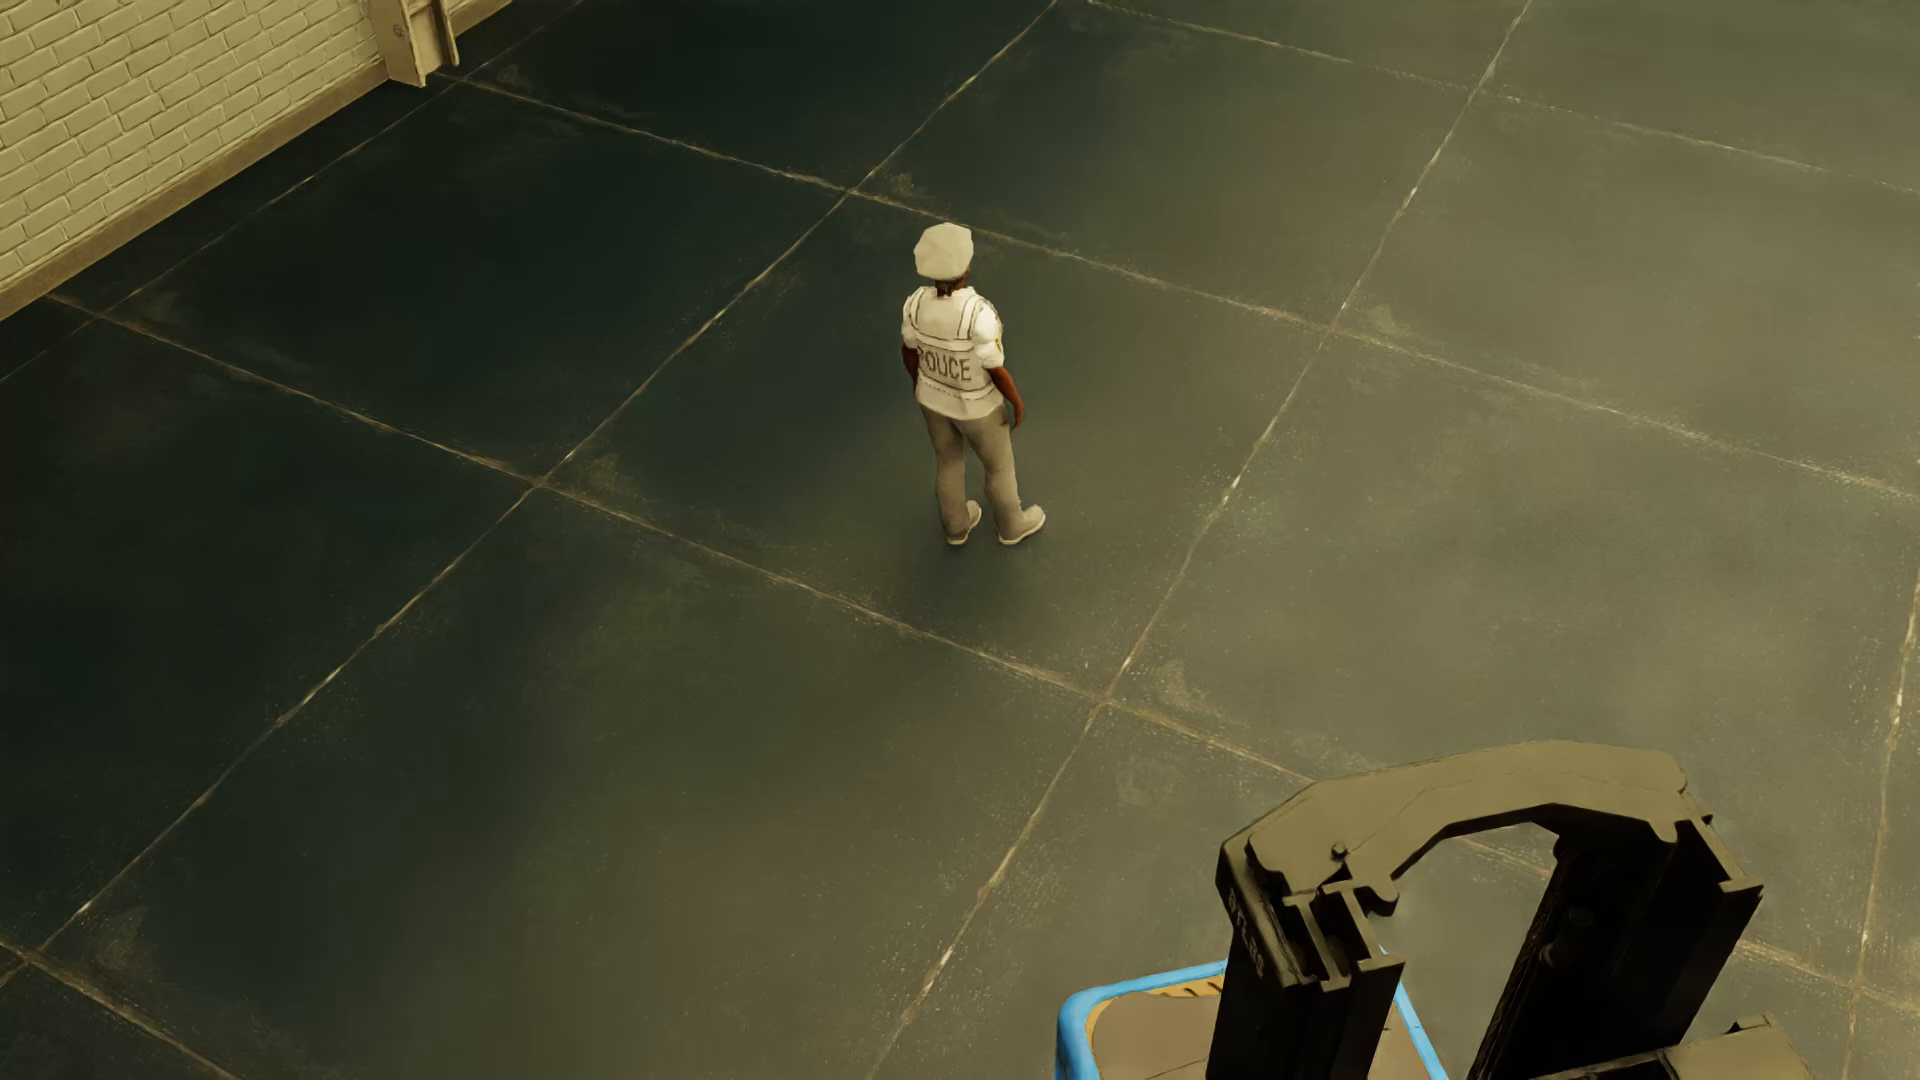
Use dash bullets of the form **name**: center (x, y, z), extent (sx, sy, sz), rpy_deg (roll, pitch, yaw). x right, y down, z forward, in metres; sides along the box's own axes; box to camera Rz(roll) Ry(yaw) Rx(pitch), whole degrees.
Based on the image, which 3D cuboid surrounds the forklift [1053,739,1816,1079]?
- **forklift**: center (1.107, 1.944, 3.590), extent (1.130, 2.935, 3.031), rpy_deg (-9, 44, -10)

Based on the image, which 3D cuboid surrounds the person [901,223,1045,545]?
- **person**: center (0.052, -0.662, 7.247), extent (0.570, 1.695, 0.529), rpy_deg (20, 47, 20)
